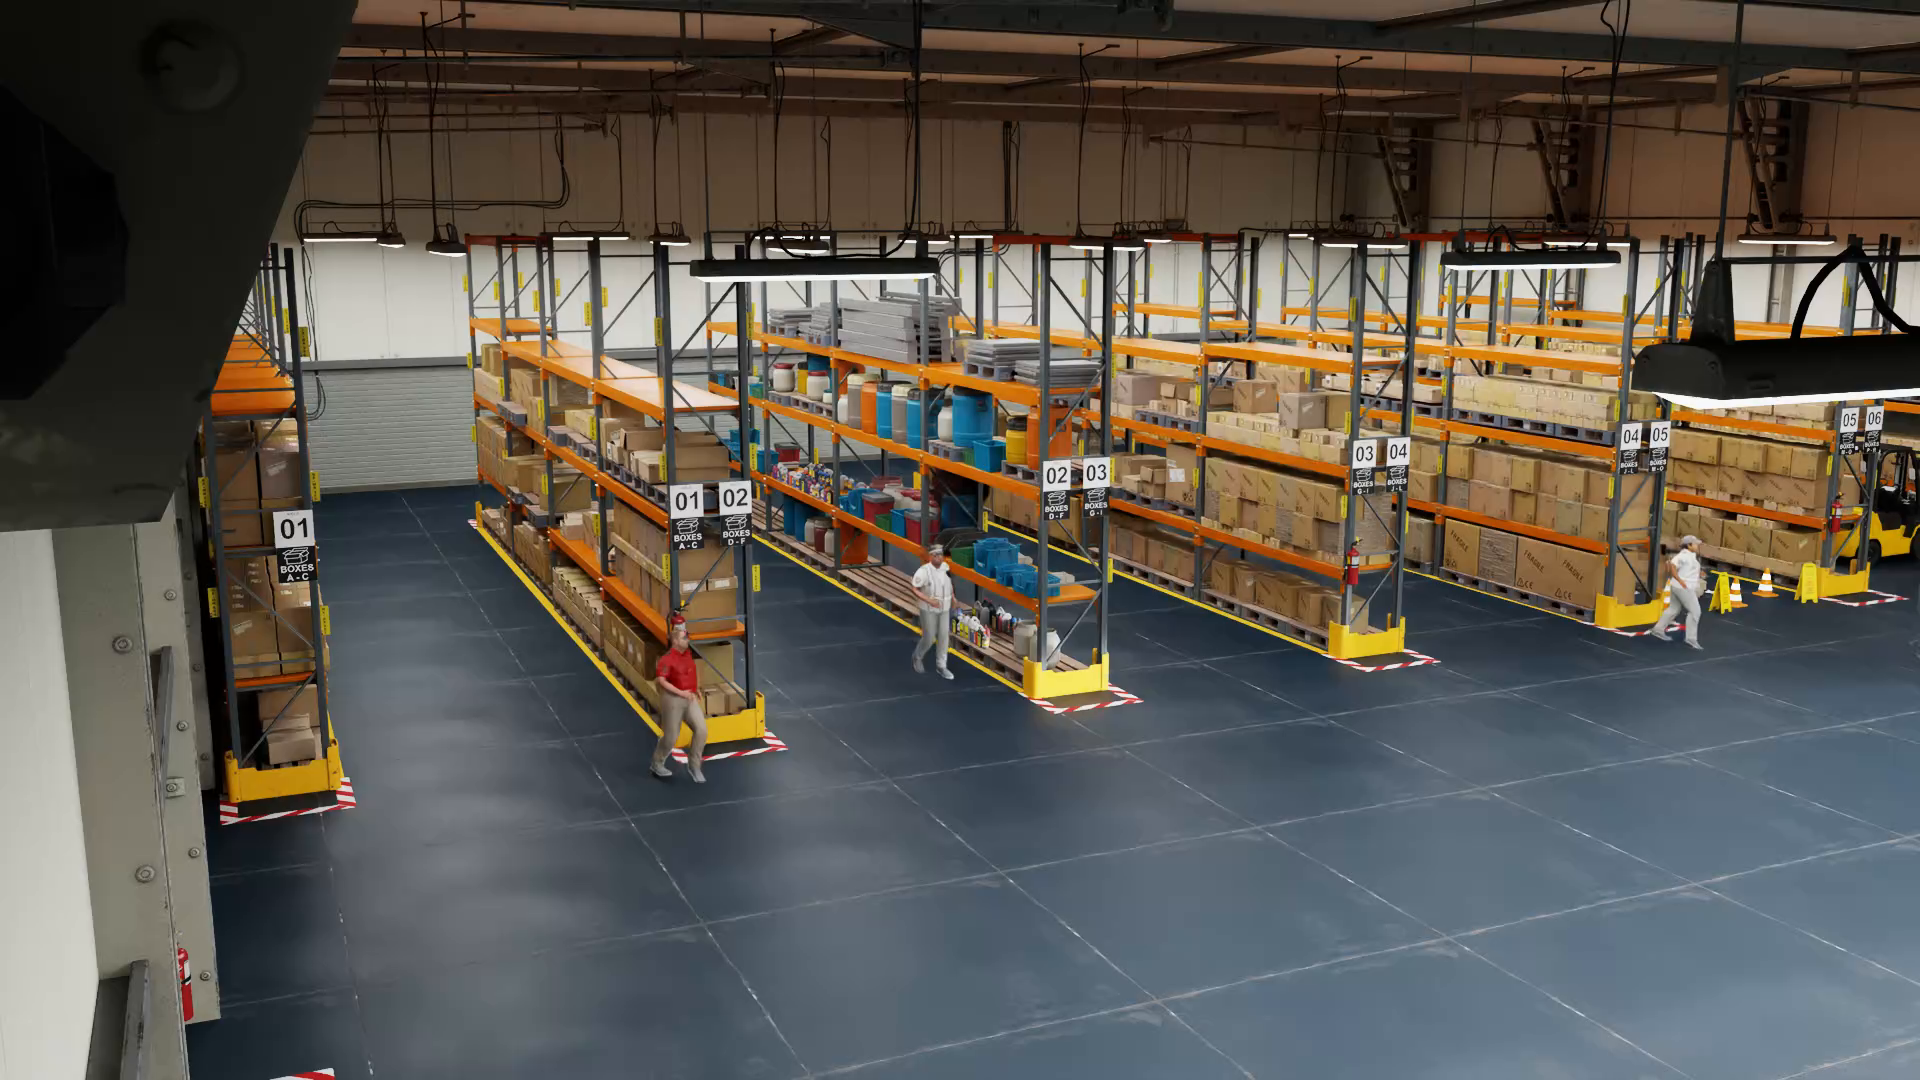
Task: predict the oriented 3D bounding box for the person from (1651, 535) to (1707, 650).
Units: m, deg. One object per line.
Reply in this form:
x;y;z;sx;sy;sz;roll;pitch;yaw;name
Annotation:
10.772;0.769;24.828;0.720;1.712;0.608;4;12;21;person

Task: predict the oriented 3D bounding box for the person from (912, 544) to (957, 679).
-0.337;0.929;22.262;0.689;1.819;0.745;-8;13;-34;person

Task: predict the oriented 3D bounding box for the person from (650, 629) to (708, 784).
-3.150;1.895;19.008;0.717;1.745;0.707;8;13;35;person
